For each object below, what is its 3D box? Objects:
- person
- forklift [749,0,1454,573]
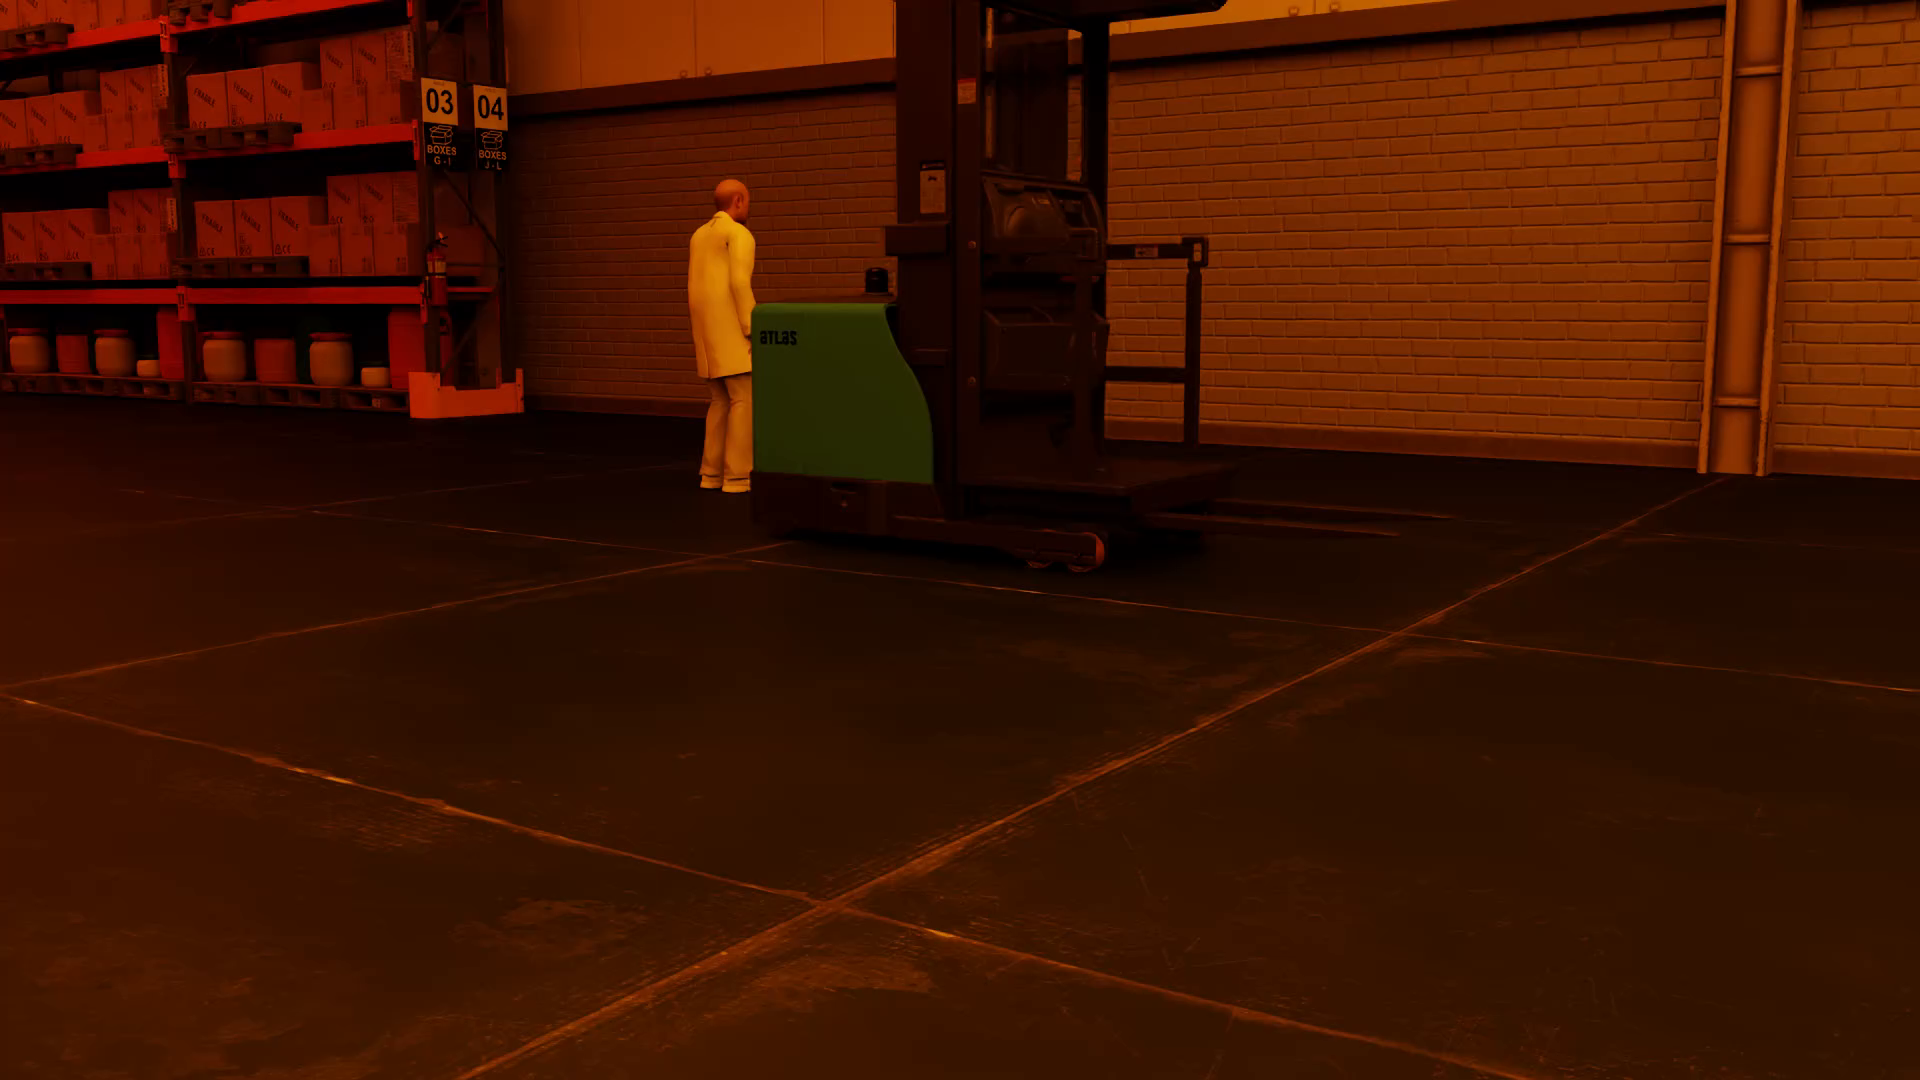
[{"bbox_3d":[-1.326,-1.173,9.557,0.431,1.772,0.648,-6,10,-36],"label":"person"},{"bbox_3d":[0.541,-1.403,7.062,3.031,2.935,1.130,5,10,33],"label":"forklift"}]
